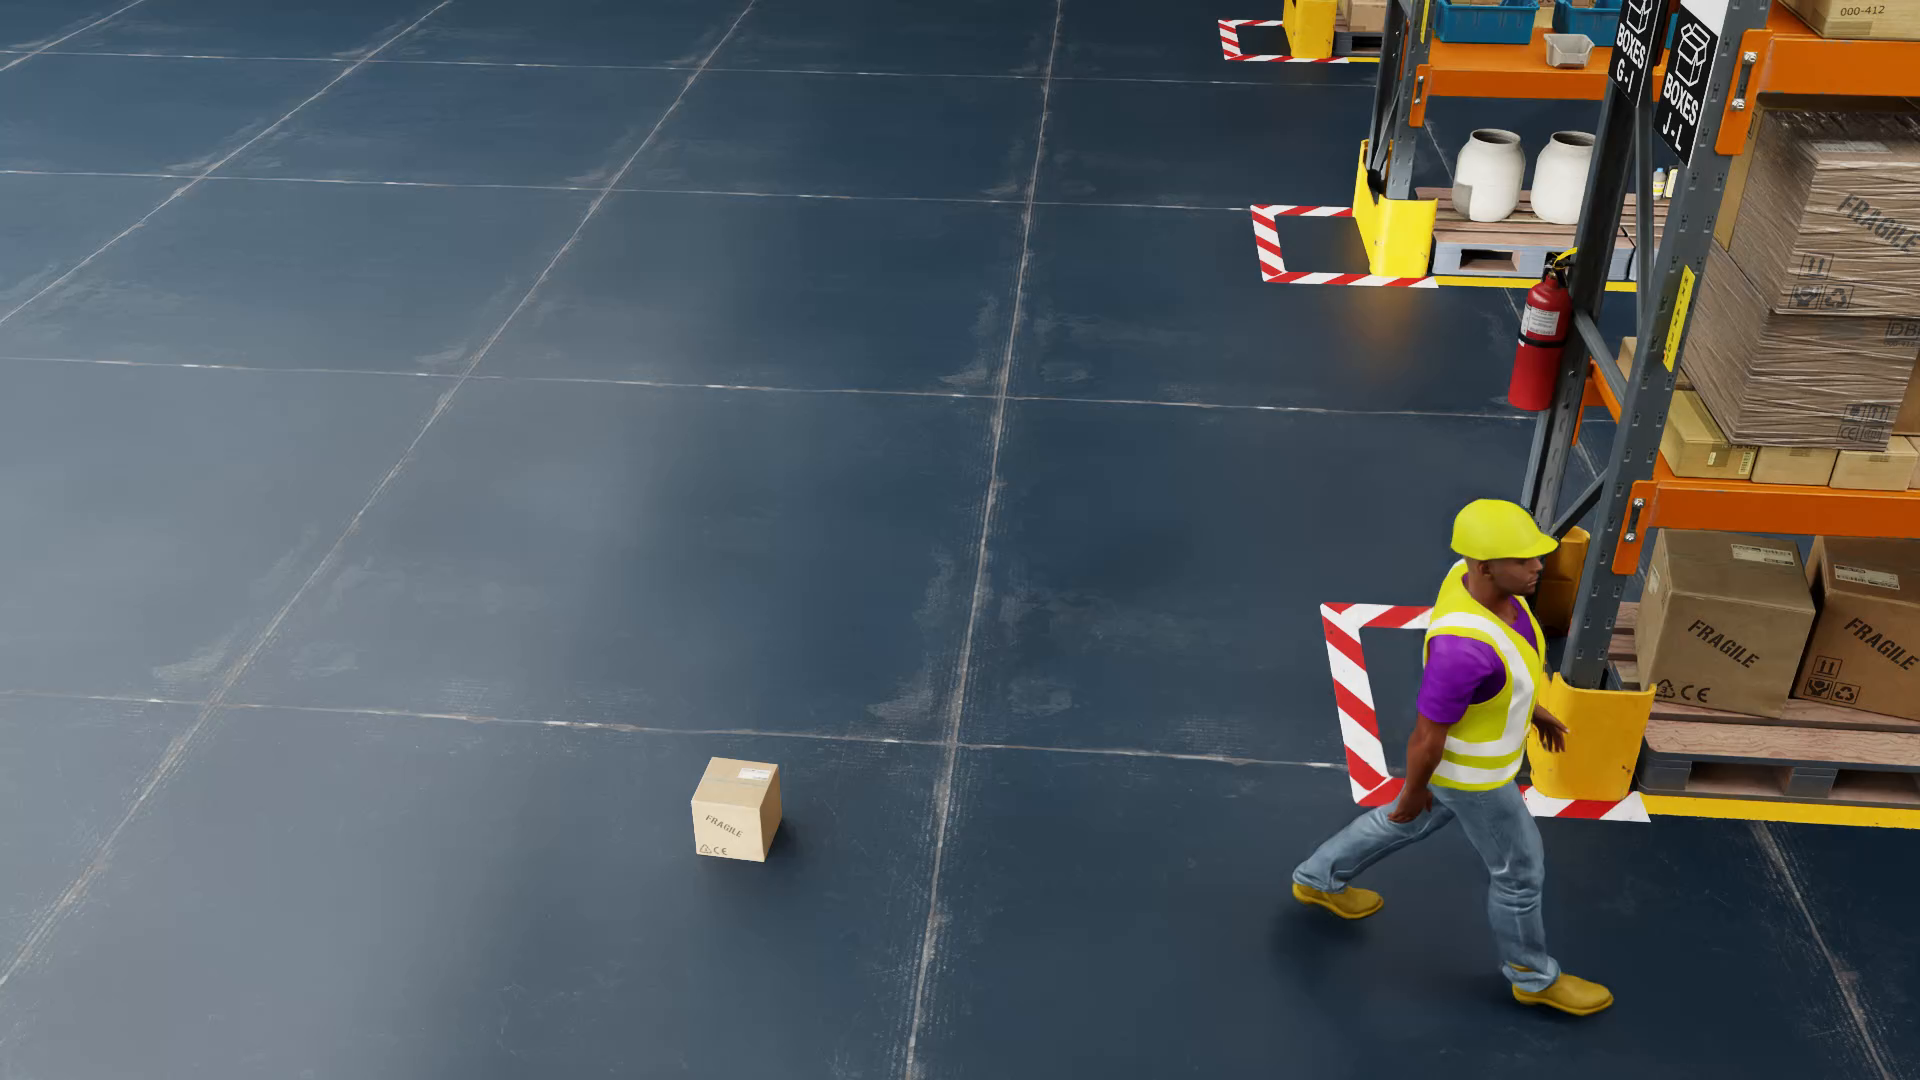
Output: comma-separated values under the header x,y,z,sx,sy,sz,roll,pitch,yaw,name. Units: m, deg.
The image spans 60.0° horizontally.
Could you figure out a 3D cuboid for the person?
x,y,z,sx,sy,sz,roll,pitch,yaw,name
1.609,0.639,5.083,1.048,1.721,0.569,10,33,16,person
